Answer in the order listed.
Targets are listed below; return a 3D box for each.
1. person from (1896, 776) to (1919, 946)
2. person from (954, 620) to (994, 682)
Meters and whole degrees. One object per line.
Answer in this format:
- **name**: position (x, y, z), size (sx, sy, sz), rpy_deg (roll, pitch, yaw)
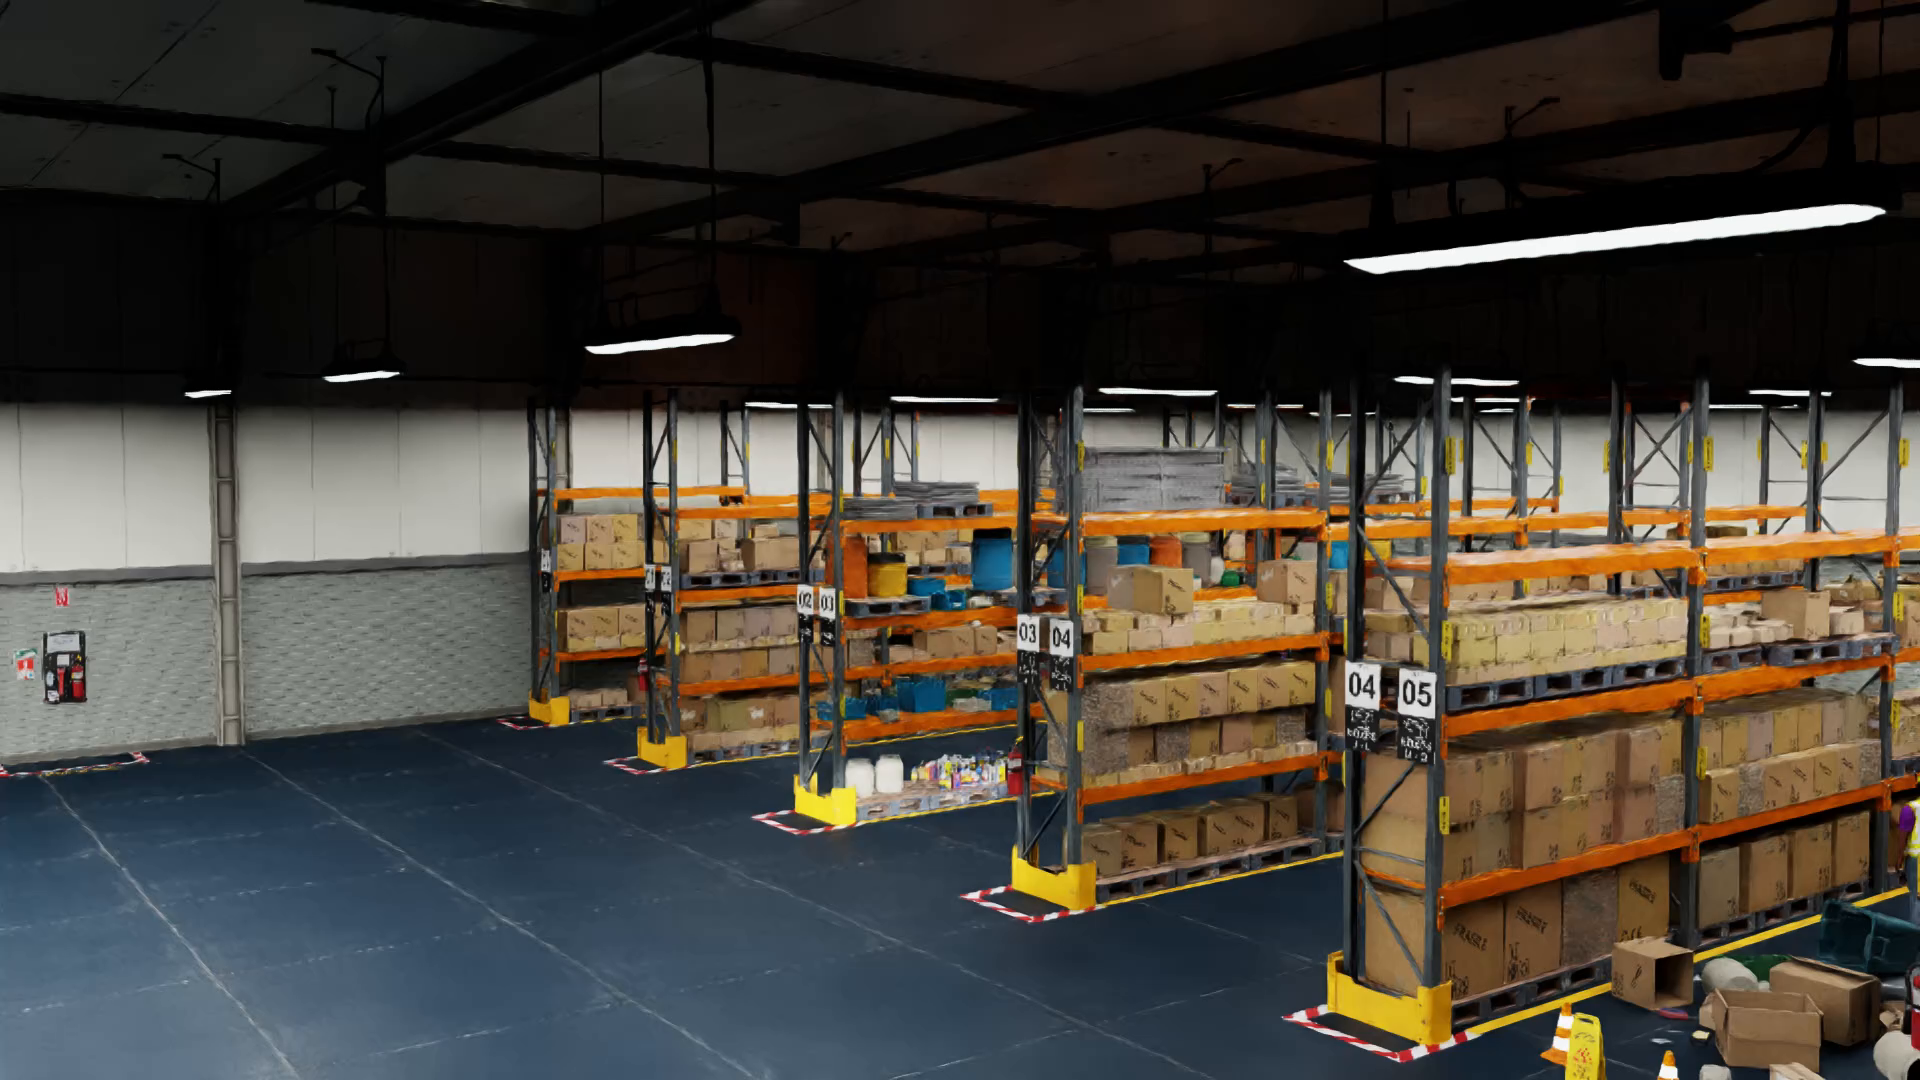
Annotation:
- **person**: position (9.909, 3.252, 17.147), size (0.625, 1.765, 0.497), rpy_deg (0, 3, -5)
- **person**: position (0.245, 2.250, 34.680), size (1.127, 1.707, 0.563), rpy_deg (-3, 4, -38)
